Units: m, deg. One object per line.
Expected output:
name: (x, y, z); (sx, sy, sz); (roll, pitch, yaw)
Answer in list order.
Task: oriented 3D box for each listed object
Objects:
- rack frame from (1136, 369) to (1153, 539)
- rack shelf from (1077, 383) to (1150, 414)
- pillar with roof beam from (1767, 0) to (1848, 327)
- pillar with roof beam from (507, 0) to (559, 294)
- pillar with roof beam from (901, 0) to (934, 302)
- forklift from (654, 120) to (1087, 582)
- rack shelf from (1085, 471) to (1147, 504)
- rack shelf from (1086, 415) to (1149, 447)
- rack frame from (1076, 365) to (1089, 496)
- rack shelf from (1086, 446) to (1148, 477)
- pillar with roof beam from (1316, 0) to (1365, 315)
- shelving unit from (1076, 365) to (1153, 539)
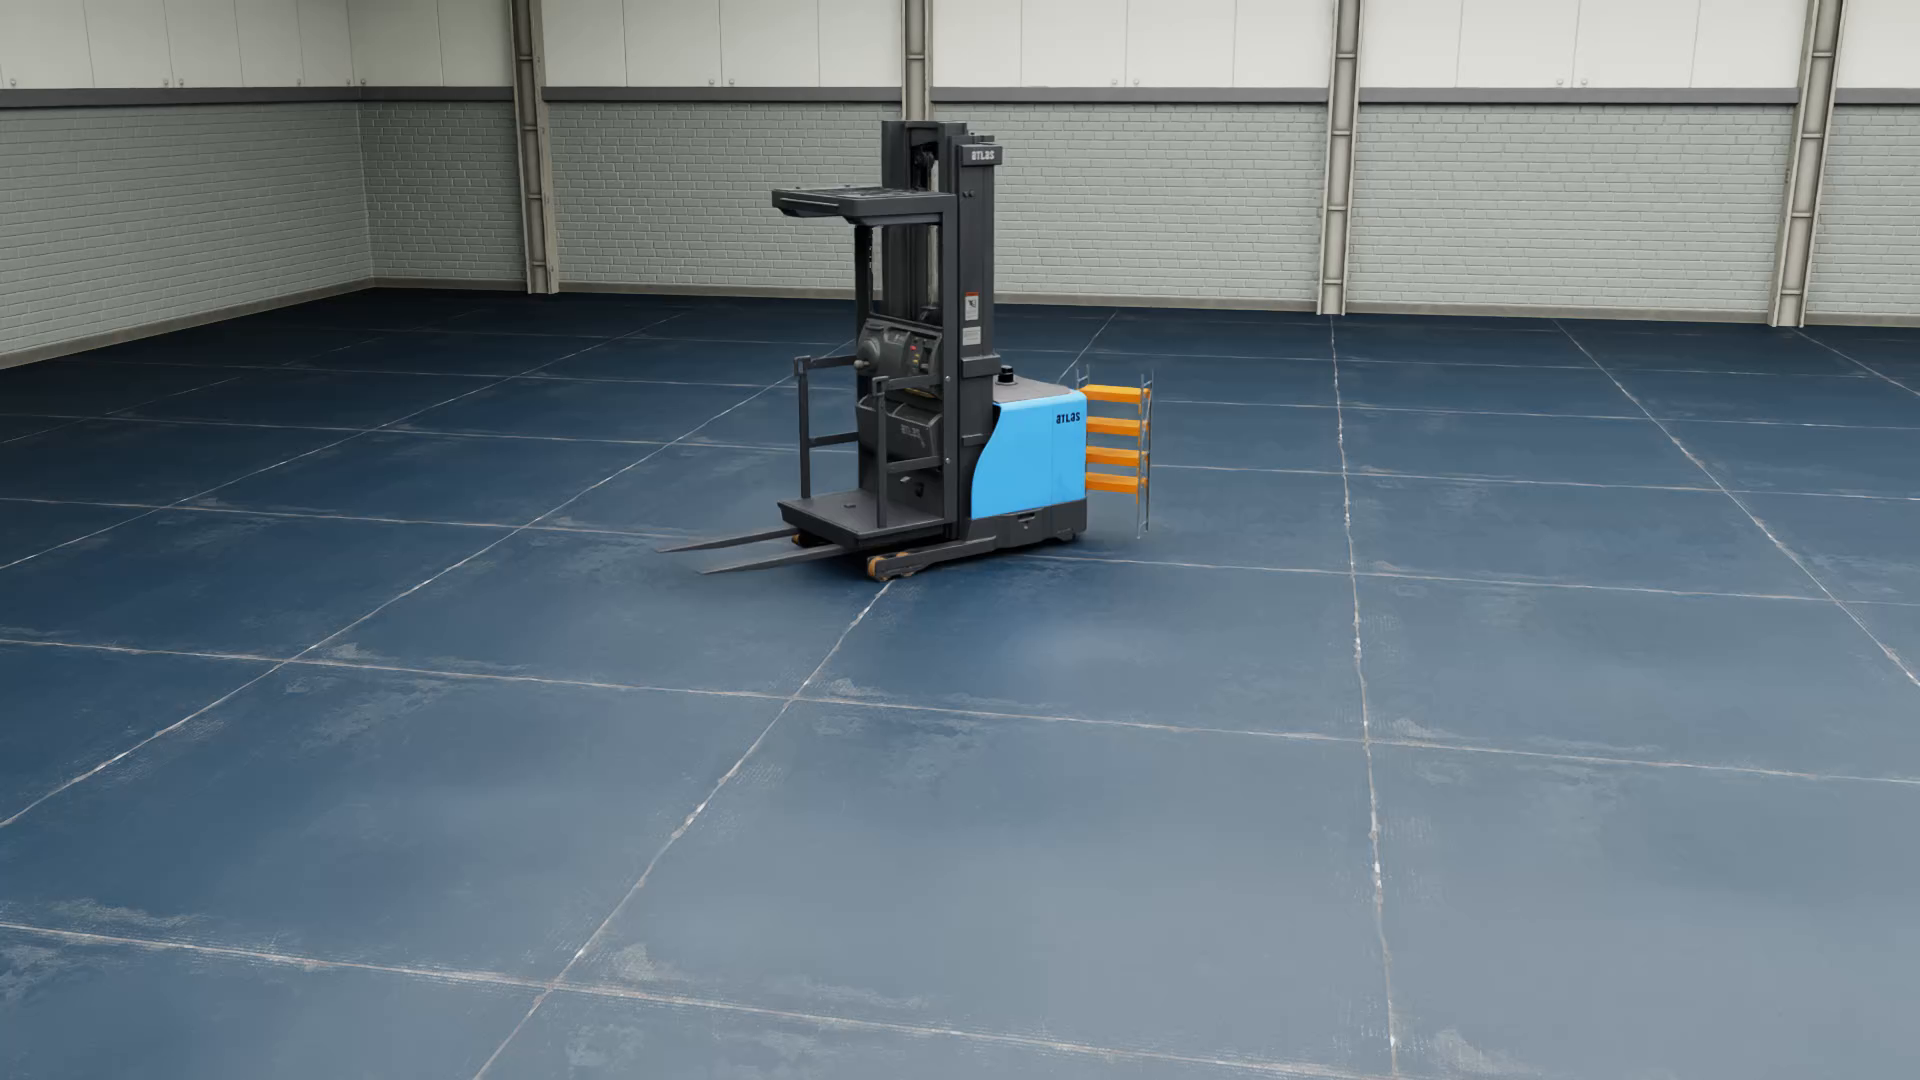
rack frame: (1.330, -0.614, 11.961); (0.015, 1.200, 0.240); (7, 17, 23)
rack shelf: (1.107, -1.019, 11.952); (0.480, 0.148, 0.258); (7, 17, 23)
pillar with roof beam: (10.289, -6.114, 17.206); (0.400, 9.000, 9.100); (3, 16, 11)
pillar with roof beam: (-7.350, -7.071, 20.663); (0.400, 9.000, 9.100); (3, 16, 11)
pillar with roof beam: (-1.470, -6.752, 19.511); (0.400, 9.000, 9.100); (3, 16, 11)
forklift: (-0.584, -1.295, 11.177); (3.031, 2.935, 1.130); (-11, 19, -34)
rack shelf: (1.107, -0.384, 12.128); (0.480, 0.148, 0.258); (7, 17, 23)
rack shelf: (1.107, -0.791, 12.015); (0.480, 0.148, 0.258); (7, 17, 23)
rack frame: (0.885, -0.667, 12.153); (0.015, 1.200, 0.240); (7, 17, 23)
rack shelf: (1.107, -0.576, 12.075); (0.480, 0.148, 0.258); (7, 17, 23)
pillar with roof beam: (4.410, -6.433, 18.359); (0.400, 9.000, 9.100); (3, 16, 11)
shelving unit: (1.107, -0.641, 12.057); (0.503, 1.200, 0.258); (7, 17, 23)
